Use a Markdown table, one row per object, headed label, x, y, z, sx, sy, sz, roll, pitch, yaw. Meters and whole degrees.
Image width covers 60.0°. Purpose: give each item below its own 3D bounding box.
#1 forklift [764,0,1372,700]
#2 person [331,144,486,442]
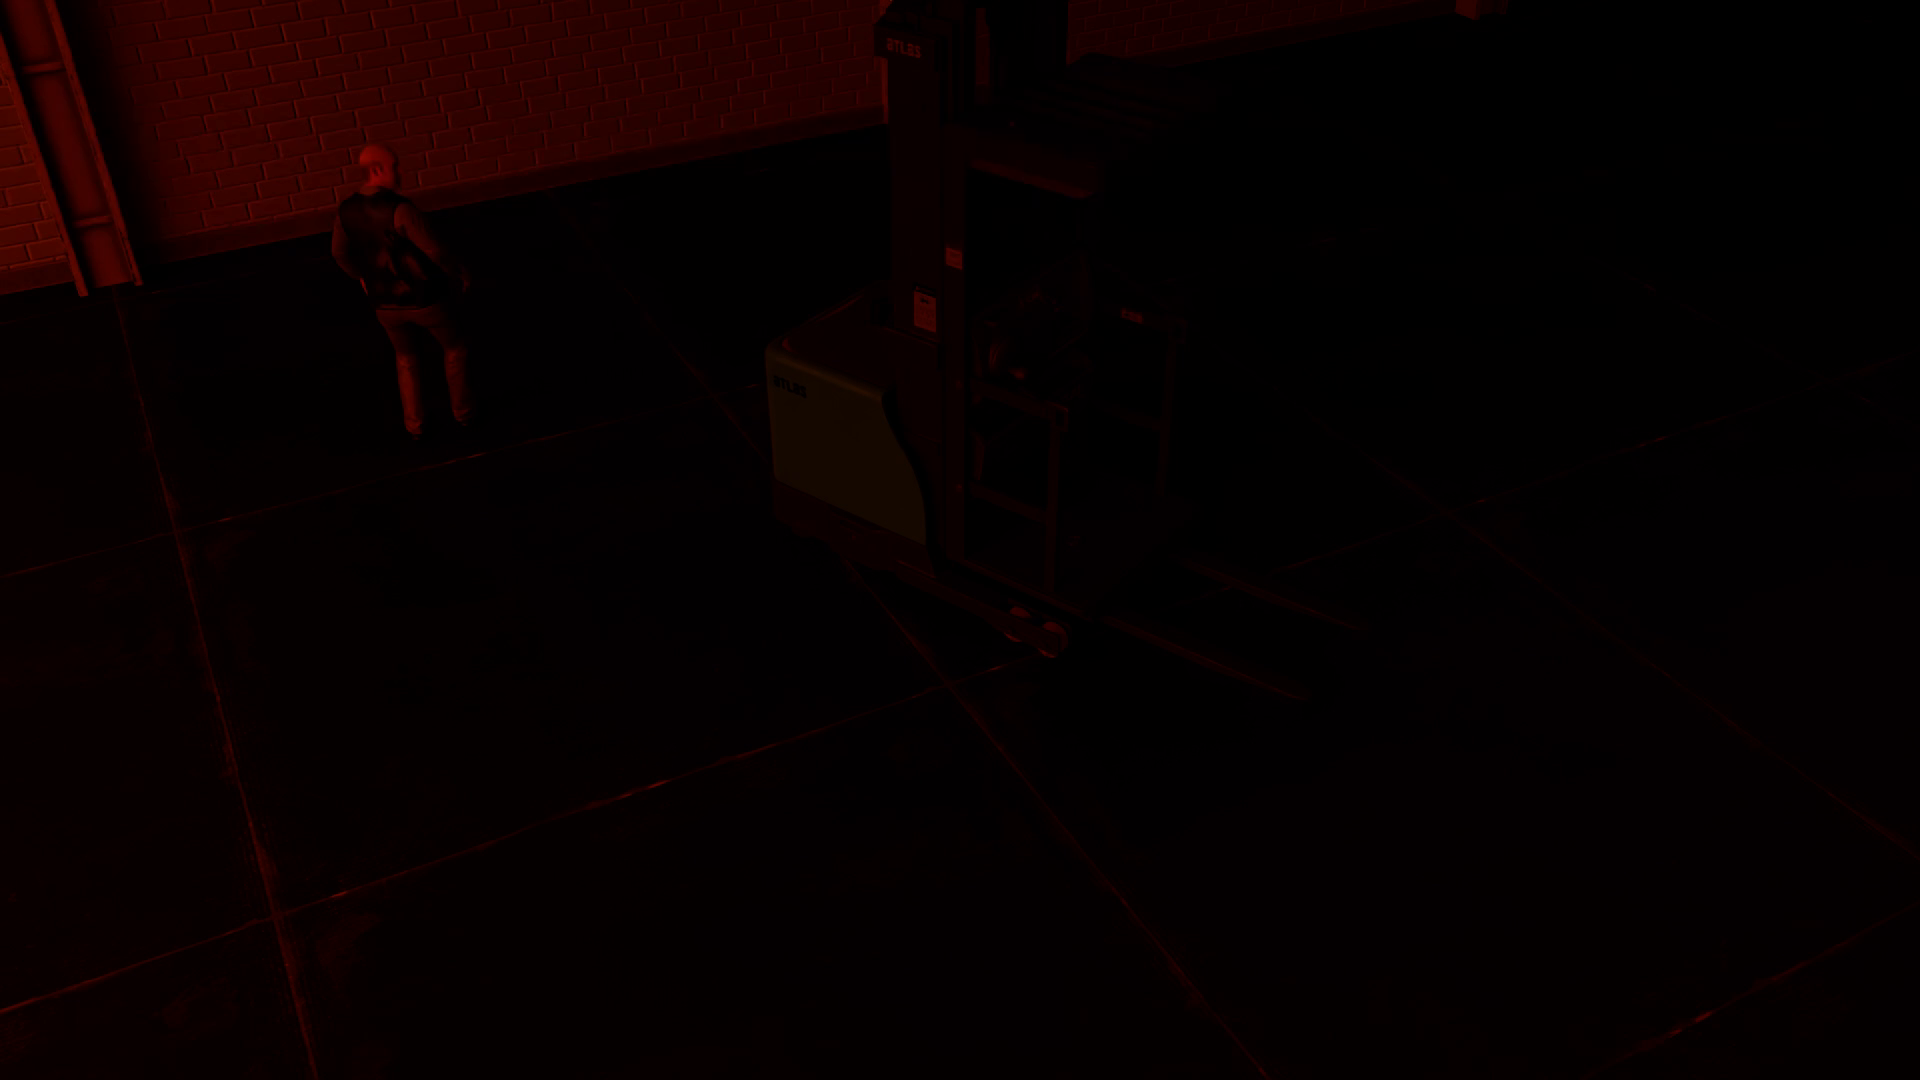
| label | x | y | z | sx | sy | sz | roll | pitch | yaw |
| --- | --- | --- | --- | --- | --- | --- | --- | --- | --- |
| forklift | 0.503 | -0.991 | 7.525 | 3.031 | 2.935 | 1.130 | 23 | 41 | 29 |
| person | -3.026 | -1.359 | 9.126 | 0.726 | 1.695 | 0.512 | 5 | 36 | 7 |
